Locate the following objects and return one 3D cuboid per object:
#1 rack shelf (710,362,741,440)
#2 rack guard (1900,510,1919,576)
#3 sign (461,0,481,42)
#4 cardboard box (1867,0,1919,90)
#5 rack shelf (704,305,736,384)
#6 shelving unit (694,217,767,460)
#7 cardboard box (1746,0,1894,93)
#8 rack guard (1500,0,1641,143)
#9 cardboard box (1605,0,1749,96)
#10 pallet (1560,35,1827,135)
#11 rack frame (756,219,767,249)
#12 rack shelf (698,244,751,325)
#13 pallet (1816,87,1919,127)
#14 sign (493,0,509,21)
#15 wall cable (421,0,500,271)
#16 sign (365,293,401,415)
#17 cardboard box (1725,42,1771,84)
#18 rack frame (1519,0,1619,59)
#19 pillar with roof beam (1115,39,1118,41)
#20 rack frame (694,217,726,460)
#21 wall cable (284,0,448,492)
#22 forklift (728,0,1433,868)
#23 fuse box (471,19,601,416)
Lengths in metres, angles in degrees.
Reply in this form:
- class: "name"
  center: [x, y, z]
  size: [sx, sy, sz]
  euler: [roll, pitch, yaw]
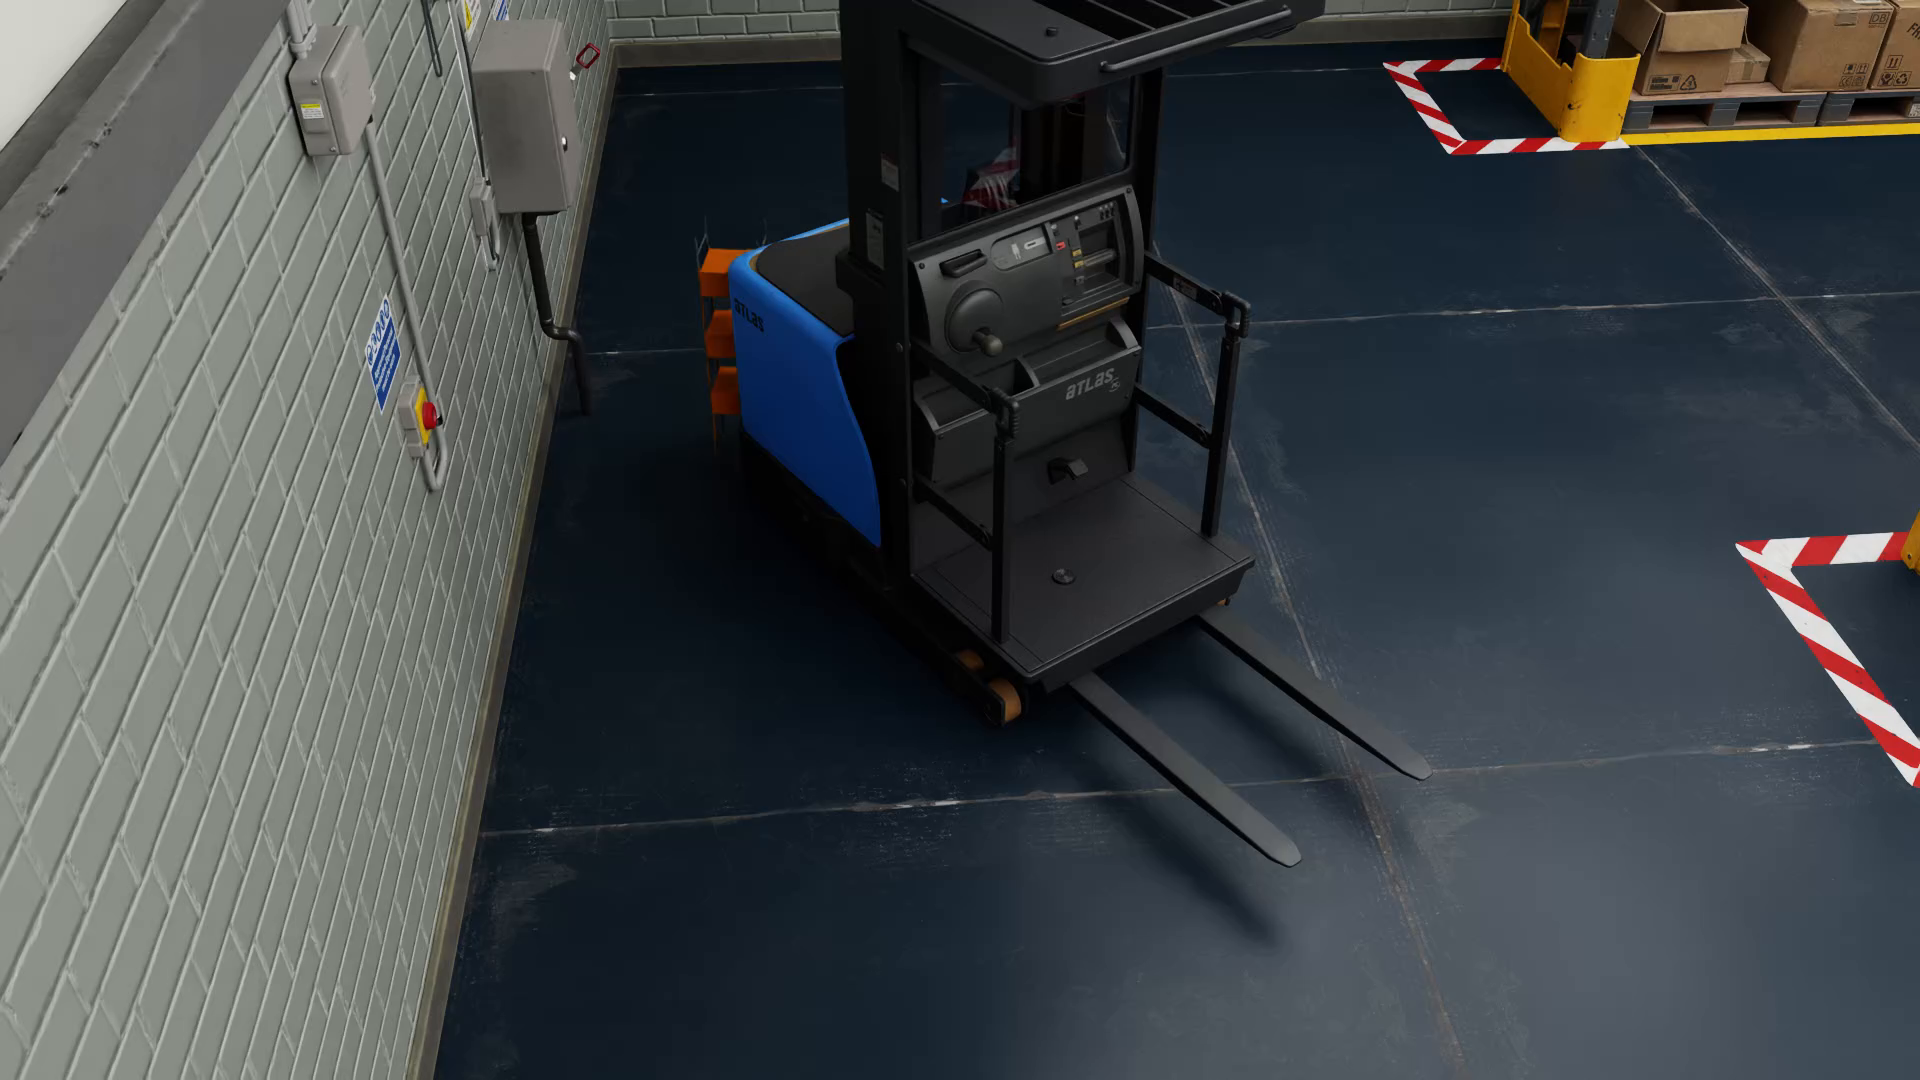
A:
- class: "rack shelf"
  center: [-0.922, -0.589, 7.110]
  size: [0.240, 0.259, 0.215]
  euler: [3, 38, 3]
- class: "rack guard"
  center: [3.986, 0.193, 6.102]
  size: [0.348, 0.500, 1.175]
  euler: [-3, 38, -4]
- class: "sign"
  center: [-1.847, -2.049, 6.259]
  size: [0.001, 0.242, 0.339]
  euler: [-3, 38, -4]
- class: "cardboard box"
  center: [5.575, -3.001, 9.811]
  size: [0.500, 0.500, 0.500]
  euler: [-2, 38, -3]
- class: "rack shelf"
  center: [-0.919, -0.810, 6.941]
  size: [0.240, 0.259, 0.215]
  euler: [3, 38, 3]
- class: "shelving unit"
  center: [-0.919, -0.818, 6.935]
  size: [0.252, 1.050, 0.215]
  euler: [3, 38, 3]
- class: "cardboard box"
  center: [5.039, -3.034, 9.852]
  size: [0.500, 0.500, 0.700]
  euler: [-2, 38, -2]
- class: "rack guard"
  center: [3.642, -2.875, 9.990]
  size: [0.348, 0.500, 1.175]
  euler: [-3, 38, -4]
- class: "cardboard box"
  center: [4.184, -3.012, 9.822]
  size: [0.637, 0.503, 0.797]
  euler: [-5, 39, -6]
- class: "pallet"
  center: [4.436, -2.806, 10.136]
  size: [1.213, 0.211, 1.003]
  euler: [-3, 38, -4]
- class: "rack frame"
  center: [-0.797, -0.812, 6.929]
  size: [0.008, 1.050, 0.200]
  euler: [3, 38, 3]
- class: "rack shelf"
  center: [-0.916, -1.035, 6.769]
  size: [0.240, 0.259, 0.215]
  euler: [3, 38, 3]
- class: "pallet"
  center: [5.649, -2.871, 10.218]
  size: [1.213, 0.211, 1.003]
  euler: [-3, 38, -4]
- class: "sign"
  center: [-1.895, -2.026, 6.973]
  size: [0.001, 0.494, 0.329]
  euler: [-3, 38, -4]
- class: "wall cable"
  center: [-1.742, -1.739, 5.713]
  size: [0.122, 1.984, 0.588]
  euler: [-3, 38, -4]
- class: "sign"
  center: [-1.661, -0.539, 4.793]
  size: [0.001, 0.218, 0.327]
  euler: [-3, 38, -4]
- class: "cardboard box"
  center: [4.611, -2.872, 9.931]
  size: [0.250, 0.149, 0.380]
  euler: [-5, 39, -6]
- class: "rack frame"
  center: [3.567, -3.852, 9.211]
  size: [0.127, 3.000, 1.000]
  euler: [-3, 38, -4]
- class: "pillar with roof beam"
  center: [1.182, -3.959, 4.503]
  size: [0.400, 9.000, 9.100]
  euler: [-3, 38, -4]
- class: "rack frame"
  center: [-1.041, -0.824, 6.941]
  size: [0.008, 1.050, 0.200]
  euler: [3, 38, 3]
- class: "wall cable"
  center: [-1.604, -0.877, 4.595]
  size: [0.123, 1.953, 0.585]
  euler: [-3, 38, -4]
- class: "forklift"
  center: [0.373, -0.842, 5.451]
  size: [1.130, 2.935, 3.031]
  euler: [-25, 45, -28]
- class: "fuse box"
  center: [-1.645, -1.264, 6.971]
  size: [0.414, 1.711, 0.539]
  euler: [-3, 38, -4]
